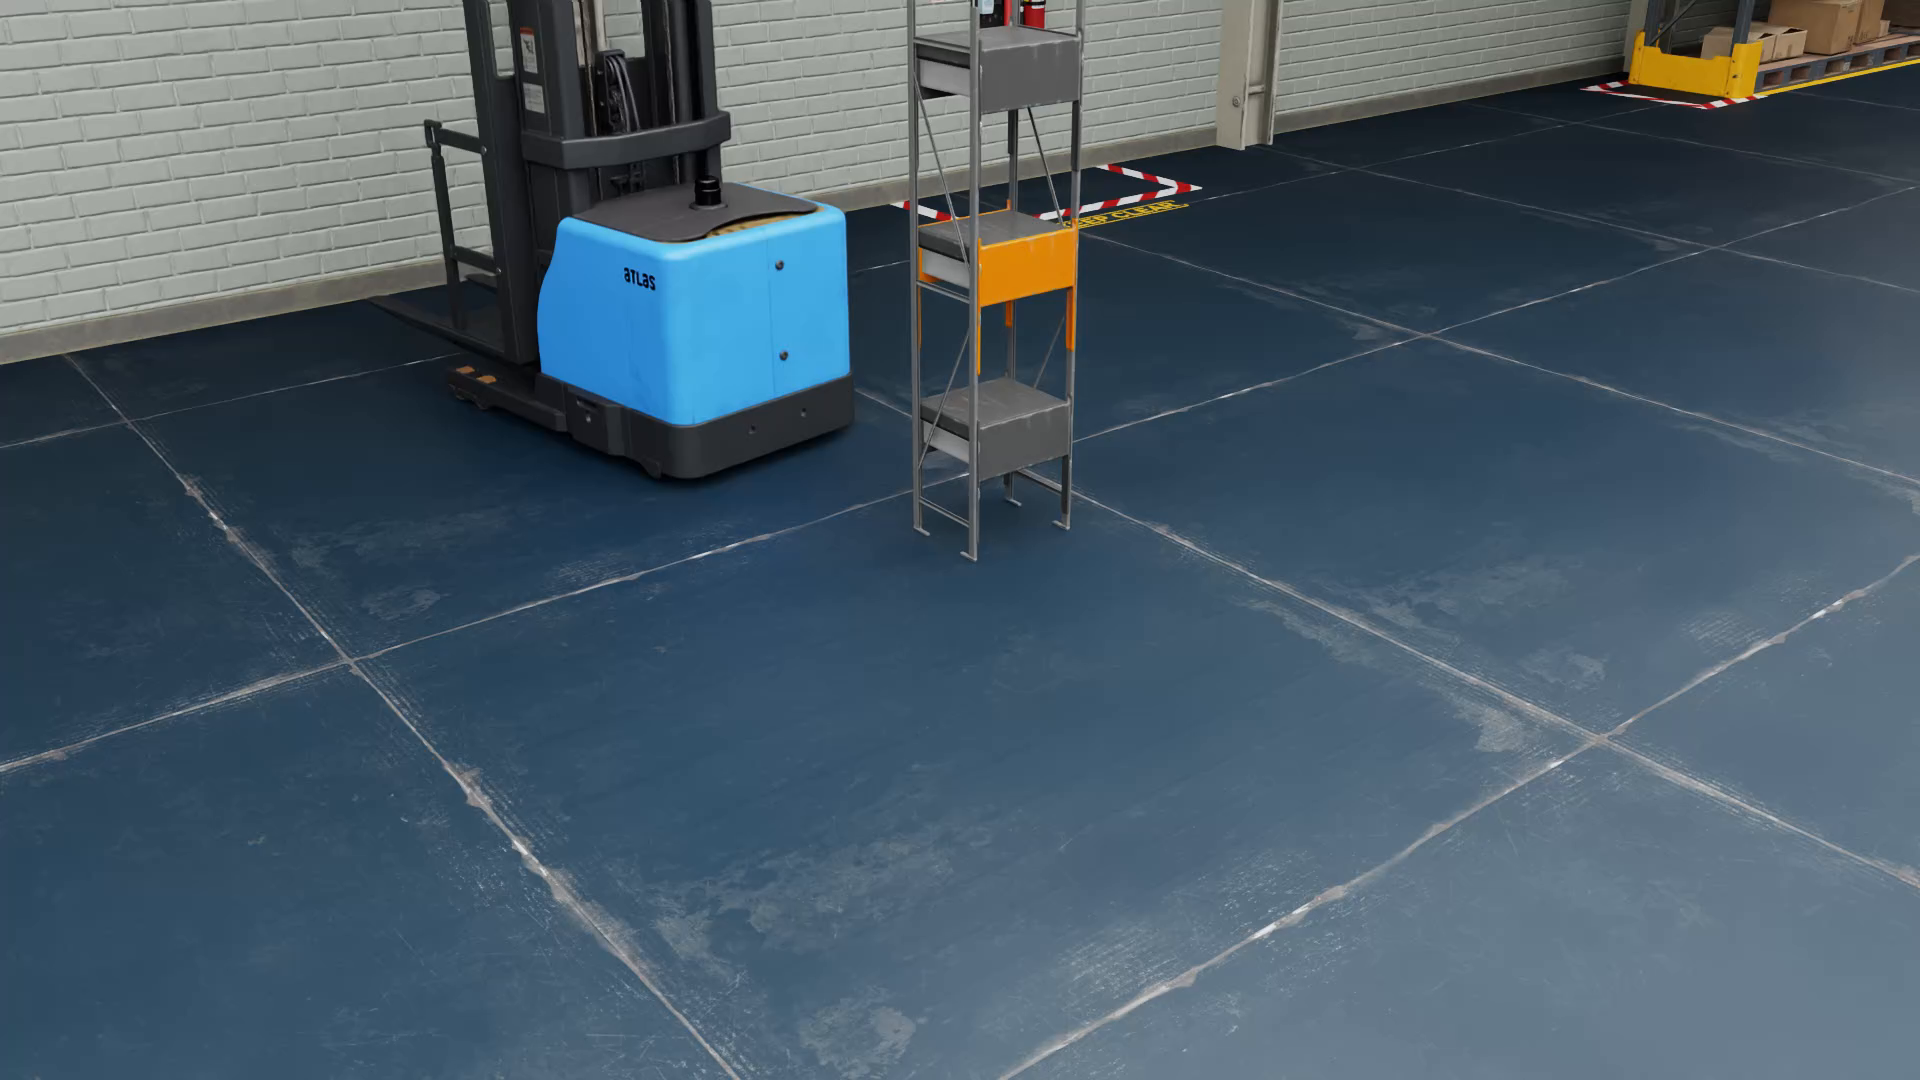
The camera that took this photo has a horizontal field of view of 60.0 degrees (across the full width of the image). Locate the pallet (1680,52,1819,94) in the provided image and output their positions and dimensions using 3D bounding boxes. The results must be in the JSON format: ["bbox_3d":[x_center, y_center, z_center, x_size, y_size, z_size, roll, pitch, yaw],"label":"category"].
[{"bbox_3d":[7.784,-4.704,16.635,1.213,0.211,1.003,-18,31,-34],"label":"pallet"}]

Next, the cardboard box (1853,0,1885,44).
[{"bbox_3d":[9.419,-5.572,17.639,0.500,0.500,0.500,-21,32,-38],"label":"cardboard box"}]

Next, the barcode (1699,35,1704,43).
[{"bbox_3d":[7.431,-5.021,16.666,0.075,0.075,0.001,-18,31,-34],"label":"barcode"}]

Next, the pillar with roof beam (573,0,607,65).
[{"bbox_3d":[0.294,-4.396,5.532,0.400,9.000,9.100,-18,31,-34],"label":"pillar with roof beam"}]

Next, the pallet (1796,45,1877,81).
[{"bbox_3d":[8.744,-5.019,17.314,1.213,0.211,1.003,-18,31,-34],"label":"pallet"}]

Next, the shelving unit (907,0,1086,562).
[{"bbox_3d":[0.130,-0.995,6.401,0.503,2.100,0.431,-18,31,-34],"label":"shelving unit"}]

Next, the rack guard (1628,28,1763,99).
[{"bbox_3d":[7.123,-4.636,16.144,0.348,0.500,1.175,-18,31,-34],"label":"rack guard"}]

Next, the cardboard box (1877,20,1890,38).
[{"bbox_3d":[9.809,-5.554,17.997,0.380,0.166,0.250,22,33,39],"label":"cardboard box"}]

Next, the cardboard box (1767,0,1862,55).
[{"bbox_3d":[8.720,-5.287,17.026,0.500,0.500,0.700,-21,32,-37],"label":"cardboard box"}]

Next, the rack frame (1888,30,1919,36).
[{"bbox_3d":[10.211,-6.789,17.814,0.127,3.000,1.000,-18,31,-34],"label":"rack frame"}]

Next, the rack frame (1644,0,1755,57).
[{"bbox_3d":[7.064,-5.750,15.576,0.127,3.000,1.000,-18,31,-34],"label":"rack frame"}]

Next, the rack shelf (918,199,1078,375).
[{"bbox_3d":[0.130,-0.983,6.406,0.480,0.518,0.431,-18,31,-34],"label":"rack shelf"}]

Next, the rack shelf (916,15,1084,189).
[{"bbox_3d":[0.130,-1.618,6.112,0.480,0.518,0.431,-18,31,-34],"label":"rack shelf"}]

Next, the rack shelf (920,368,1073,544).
[{"bbox_3d":[0.130,-0.348,6.701,0.480,0.518,0.431,-18,31,-34],"label":"rack shelf"}]

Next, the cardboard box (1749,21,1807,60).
[{"bbox_3d":[8.112,-5.028,16.691,0.500,0.311,0.500,-15,29,-30],"label":"cardboard box"}]

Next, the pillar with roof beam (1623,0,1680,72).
[{"bbox_3d":[9.737,-7.513,12.249,0.400,9.000,9.100,-18,31,-34],"label":"pillar with roof beam"}]

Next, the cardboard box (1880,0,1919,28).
[{"bbox_3d":[10.780,-6.051,18.672,0.500,0.500,0.700,-17,30,-32],"label":"cardboard box"}]

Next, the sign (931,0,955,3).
[{"bbox_3d":[-0.108,-3.937,11.627,0.234,0.329,0.001,-18,31,-34],"label":"sign"}]

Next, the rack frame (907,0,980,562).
[{"bbox_3d":[-0.062,-0.932,6.264,0.015,2.100,0.400,-18,31,-34],"label":"rack frame"}]

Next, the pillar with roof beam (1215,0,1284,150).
[{"bbox_3d":[5.016,-5.954,8.891,0.400,9.000,9.100,-18,31,-34],"label":"pillar with roof beam"}]

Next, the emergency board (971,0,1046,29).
[{"bbox_3d":[0.391,-4.030,11.870,0.643,1.169,0.194,-18,31,-34],"label":"emergency board"}]

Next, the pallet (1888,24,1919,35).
[{"bbox_3d":[10.823,-5.727,18.838,1.213,0.211,1.003,-18,31,-34],"label":"pallet"}]

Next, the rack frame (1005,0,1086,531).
[{"bbox_3d":[0.322,-1.059,6.537,0.015,2.100,0.400,-18,31,-34],"label":"rack frame"}]

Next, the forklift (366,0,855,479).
[{"bbox_3d":[-1.908,-2.107,7.809,3.031,2.935,1.130,22,33,39],"label":"forklift"}]

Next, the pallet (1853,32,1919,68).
[{"bbox_3d":[9.705,-5.338,18.000,1.213,0.211,1.003,-18,31,-34],"label":"pallet"}]

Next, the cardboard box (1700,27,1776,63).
[{"bbox_3d":[7.664,-4.879,16.372,0.500,0.311,0.500,-23,33,-40],"label":"cardboard box"}]
